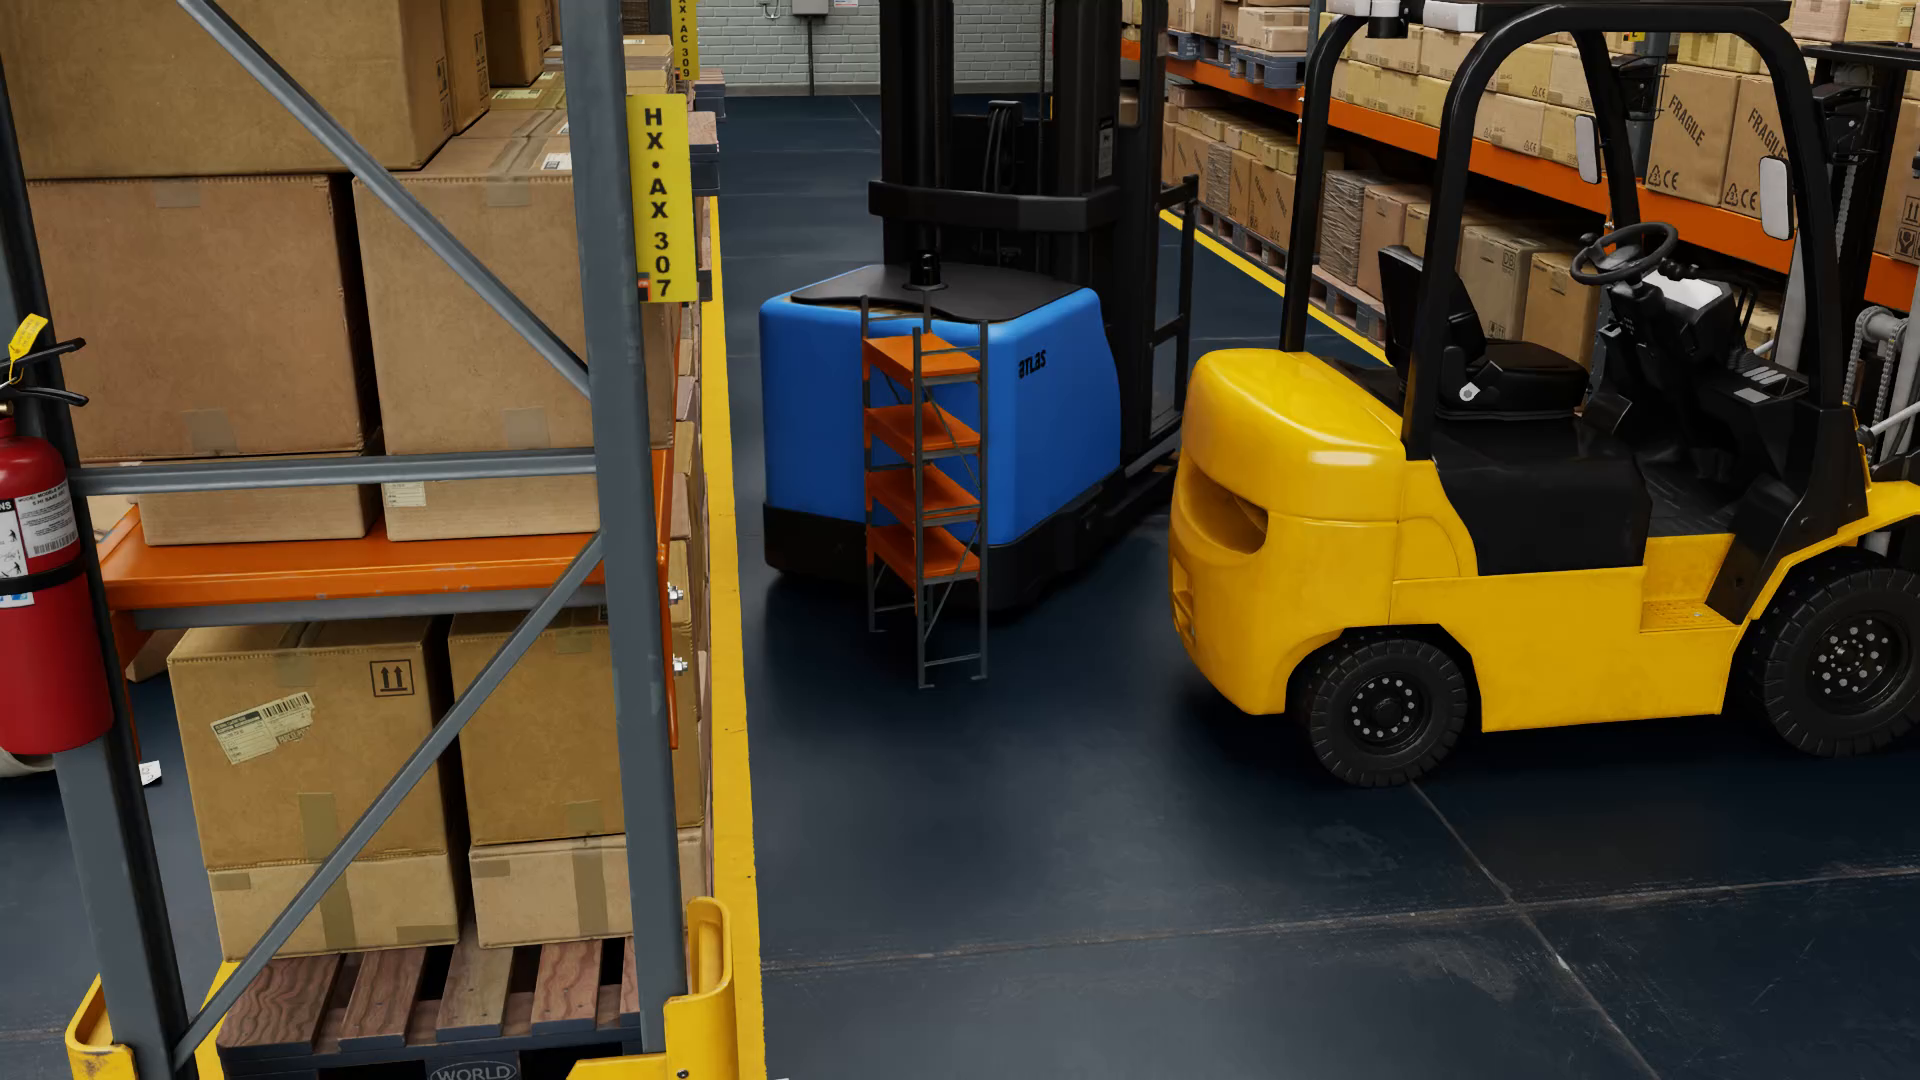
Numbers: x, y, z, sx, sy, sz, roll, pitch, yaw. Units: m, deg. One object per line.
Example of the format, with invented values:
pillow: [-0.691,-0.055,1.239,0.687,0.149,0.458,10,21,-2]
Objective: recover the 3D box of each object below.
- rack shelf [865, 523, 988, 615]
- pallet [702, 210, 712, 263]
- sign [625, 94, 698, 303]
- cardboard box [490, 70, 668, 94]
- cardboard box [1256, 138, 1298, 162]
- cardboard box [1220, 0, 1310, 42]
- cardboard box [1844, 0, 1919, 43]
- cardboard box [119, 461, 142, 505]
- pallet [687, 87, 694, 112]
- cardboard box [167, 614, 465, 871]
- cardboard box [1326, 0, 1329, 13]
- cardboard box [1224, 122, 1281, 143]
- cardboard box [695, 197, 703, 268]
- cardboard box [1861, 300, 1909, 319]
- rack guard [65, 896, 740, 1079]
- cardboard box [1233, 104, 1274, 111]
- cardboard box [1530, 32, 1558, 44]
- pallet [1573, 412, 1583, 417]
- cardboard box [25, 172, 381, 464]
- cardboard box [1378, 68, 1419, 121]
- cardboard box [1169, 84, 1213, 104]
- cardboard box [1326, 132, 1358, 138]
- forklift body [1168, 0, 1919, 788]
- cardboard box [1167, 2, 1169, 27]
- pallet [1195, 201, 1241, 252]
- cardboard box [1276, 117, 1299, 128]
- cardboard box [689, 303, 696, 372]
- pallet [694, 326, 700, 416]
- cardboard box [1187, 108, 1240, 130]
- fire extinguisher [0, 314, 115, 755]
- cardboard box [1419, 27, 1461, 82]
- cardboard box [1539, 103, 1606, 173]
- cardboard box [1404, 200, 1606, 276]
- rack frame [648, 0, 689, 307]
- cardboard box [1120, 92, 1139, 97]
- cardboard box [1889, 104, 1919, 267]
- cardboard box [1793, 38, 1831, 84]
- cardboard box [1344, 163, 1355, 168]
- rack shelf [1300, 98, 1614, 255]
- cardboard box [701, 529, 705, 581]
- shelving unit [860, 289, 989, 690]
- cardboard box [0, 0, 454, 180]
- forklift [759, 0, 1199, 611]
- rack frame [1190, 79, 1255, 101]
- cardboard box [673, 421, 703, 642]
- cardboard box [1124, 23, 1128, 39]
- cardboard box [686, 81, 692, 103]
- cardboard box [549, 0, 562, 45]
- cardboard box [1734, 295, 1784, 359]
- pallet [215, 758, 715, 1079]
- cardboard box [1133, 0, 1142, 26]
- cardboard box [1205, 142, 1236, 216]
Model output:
rack shelf: [-0.118,0.077,5.554,0.258,0.148,0.480,-8,22,-21]
pallet: [-2.377,-2.267,12.483,1.003,0.211,1.213,-3,21,-8]
sign: [-0.475,-0.538,2.632,0.100,0.325,0.005,-3,21,-8]
cardboard box: [-1.039,-1.000,4.539,0.500,0.500,0.500,-3,21,-9]
cardboard box: [2.360,-2.801,11.973,0.380,0.149,0.250,-4,21,-10]
cardboard box: [2.328,-3.927,12.196,0.797,0.503,0.637,-3,21,-9]
cardboard box: [3.248,-1.750,5.618,0.380,0.149,0.250,-3,21,-9]
cardboard box: [-1.424,-0.188,3.292,0.380,0.149,0.250,-3,21,-8]
pallet: [-1.839,-2.102,8.330,1.003,0.211,1.213,-3,21,-8]
cardboard box: [-1.385,0.371,3.694,0.500,0.500,0.500,-3,21,-7]
cardboard box: [2.501,-3.352,10.333,0.380,0.149,0.250,-2,21,-6]
cardboard box: [2.276,-3.162,12.941,0.380,0.149,0.250,-3,21,-8]
cardboard box: [-2.182,-2.319,11.076,0.875,0.875,0.875,-3,21,-8]
cardboard box: [3.673,-0.783,6.427,0.500,0.250,0.500,-3,21,-9]
rack guard: [-1.023,1.040,3.218,1.175,0.500,0.348,-3,21,-8]
cardboard box: [2.551,-3.637,14.213,0.380,0.149,0.250,-3,21,-8]
cardboard box: [2.847,-2.459,7.944,0.380,0.149,0.250,-4,21,-9]
pallet: [3.178,-0.688,8.257,1.003,0.211,1.213,-3,21,-8]
cardboard box: [-1.363,-0.465,3.106,0.500,0.500,0.500,-3,21,-9]
cardboard box: [2.717,-2.538,9.438,0.500,0.250,0.500,-4,21,-10]
cardboard box: [2.018,-3.846,14.346,0.380,0.149,0.250,-3,21,-9]
cardboard box: [2.905,-2.926,12.310,0.380,0.149,0.250,-4,21,-10]
forklift body: [1.821,-0.523,5.044,2.313,2.155,1.214,-3,21,-8]
cardboard box: [2.018,-4.576,13.938,0.700,0.500,0.500,-2,21,-6]
pallet: [2.504,-2.502,13.113,1.003,0.211,1.213,-3,21,-8]
cardboard box: [2.737,-3.282,13.262,0.380,0.149,0.250,-3,21,-7]
cardboard box: [-1.773,-0.886,7.956,0.950,0.372,0.625,-2,21,-4]
pallet: [-1.881,-0.876,8.761,1.003,0.211,1.213,-3,21,-8]
cardboard box: [2.123,-3.523,13.907,0.380,0.149,0.250,-4,21,-11]
fire extinguisher: [-1.451,-0.006,2.555,0.296,0.674,0.183,-3,21,-8]
cardboard box: [2.796,-2.593,8.872,0.500,0.250,0.500,-3,21,-7]
cardboard box: [2.992,-1.832,7.550,0.500,0.250,0.500,-2,21,-7]
cardboard box: [3.022,-1.535,9.333,0.875,0.625,0.625,-4,21,-10]
rack frame: [-1.588,-1.490,6.418,1.000,3.000,0.127,-3,21,-8]
cardboard box: [1.650,-4.219,16.699,0.500,0.500,0.500,-3,21,-7]
cardboard box: [3.346,-1.092,5.209,0.500,0.500,0.500,-3,21,-7]
cardboard box: [3.175,-1.701,5.913,0.380,0.149,0.250,-2,21,-7]
cardboard box: [2.912,-2.483,12.050,0.500,0.500,0.500,-3,21,-8]
rack shelf: [3.035,-2.097,9.072,1.077,0.370,4.000,-3,21,-8]
cardboard box: [-1.082,0.153,5.349,0.500,0.250,0.500,-3,21,-7]
shelving unit: [-0.118,-0.172,5.461,0.258,1.200,0.503,-8,22,-21]
cardboard box: [-1.301,-0.925,2.909,0.700,0.500,0.500,-3,21,-9]
forklift: [0.392,-1.598,6.806,1.130,2.935,3.031,10,23,26]
rack frame: [2.170,-4.511,14.508,1.000,3.000,0.127,-3,21,-8]
cardboard box: [-1.002,-0.021,4.744,0.500,0.500,0.500,-3,21,-7]
cardboard box: [1.743,-4.761,15.536,0.380,0.149,0.250,-2,21,-6]
cardboard box: [-1.516,-2.229,8.155,0.380,0.149,0.250,-2,21,-6]
cardboard box: [-1.739,-1.981,5.736,0.700,0.500,0.500,-3,21,-8]
cardboard box: [3.146,-0.758,6.358,0.500,0.250,0.500,-3,21,-8]
pallet: [-1.105,0.892,4.026,1.003,0.211,1.213,-3,21,-8]
cardboard box: [1.855,-4.744,14.921,0.500,0.250,0.500,-2,21,-6]
cardboard box: [2.240,-2.821,12.956,0.500,0.500,0.500,-4,21,-10]
